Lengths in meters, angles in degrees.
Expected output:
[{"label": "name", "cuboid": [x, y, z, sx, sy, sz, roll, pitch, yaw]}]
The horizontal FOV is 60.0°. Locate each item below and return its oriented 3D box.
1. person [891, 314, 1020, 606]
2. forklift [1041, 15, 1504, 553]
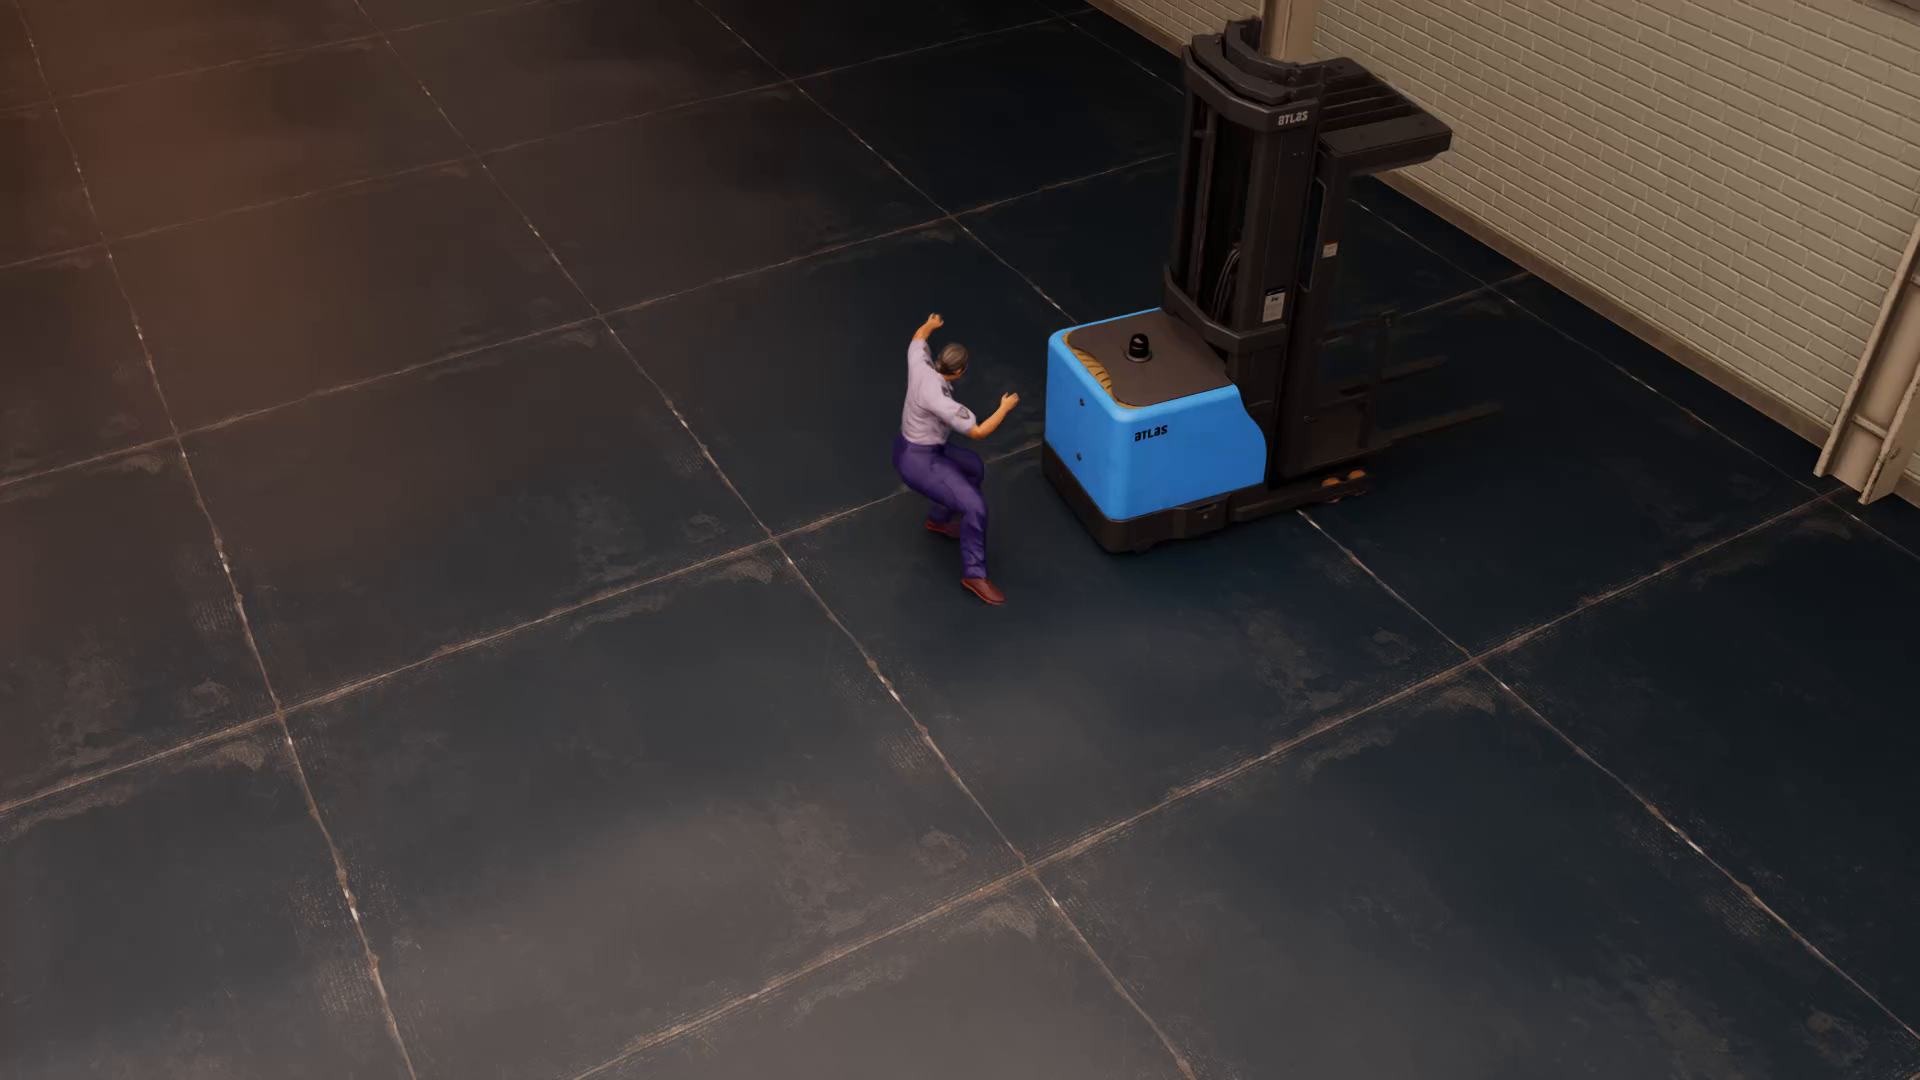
[{"label": "person", "cuboid": [-0.038, -0.590, 9.980, 0.760, 1.378, 1.529, -11, 41, -13]}, {"label": "forklift", "cuboid": [2.094, -1.659, 10.037, 3.031, 2.935, 1.130, -15, 42, -17]}]
